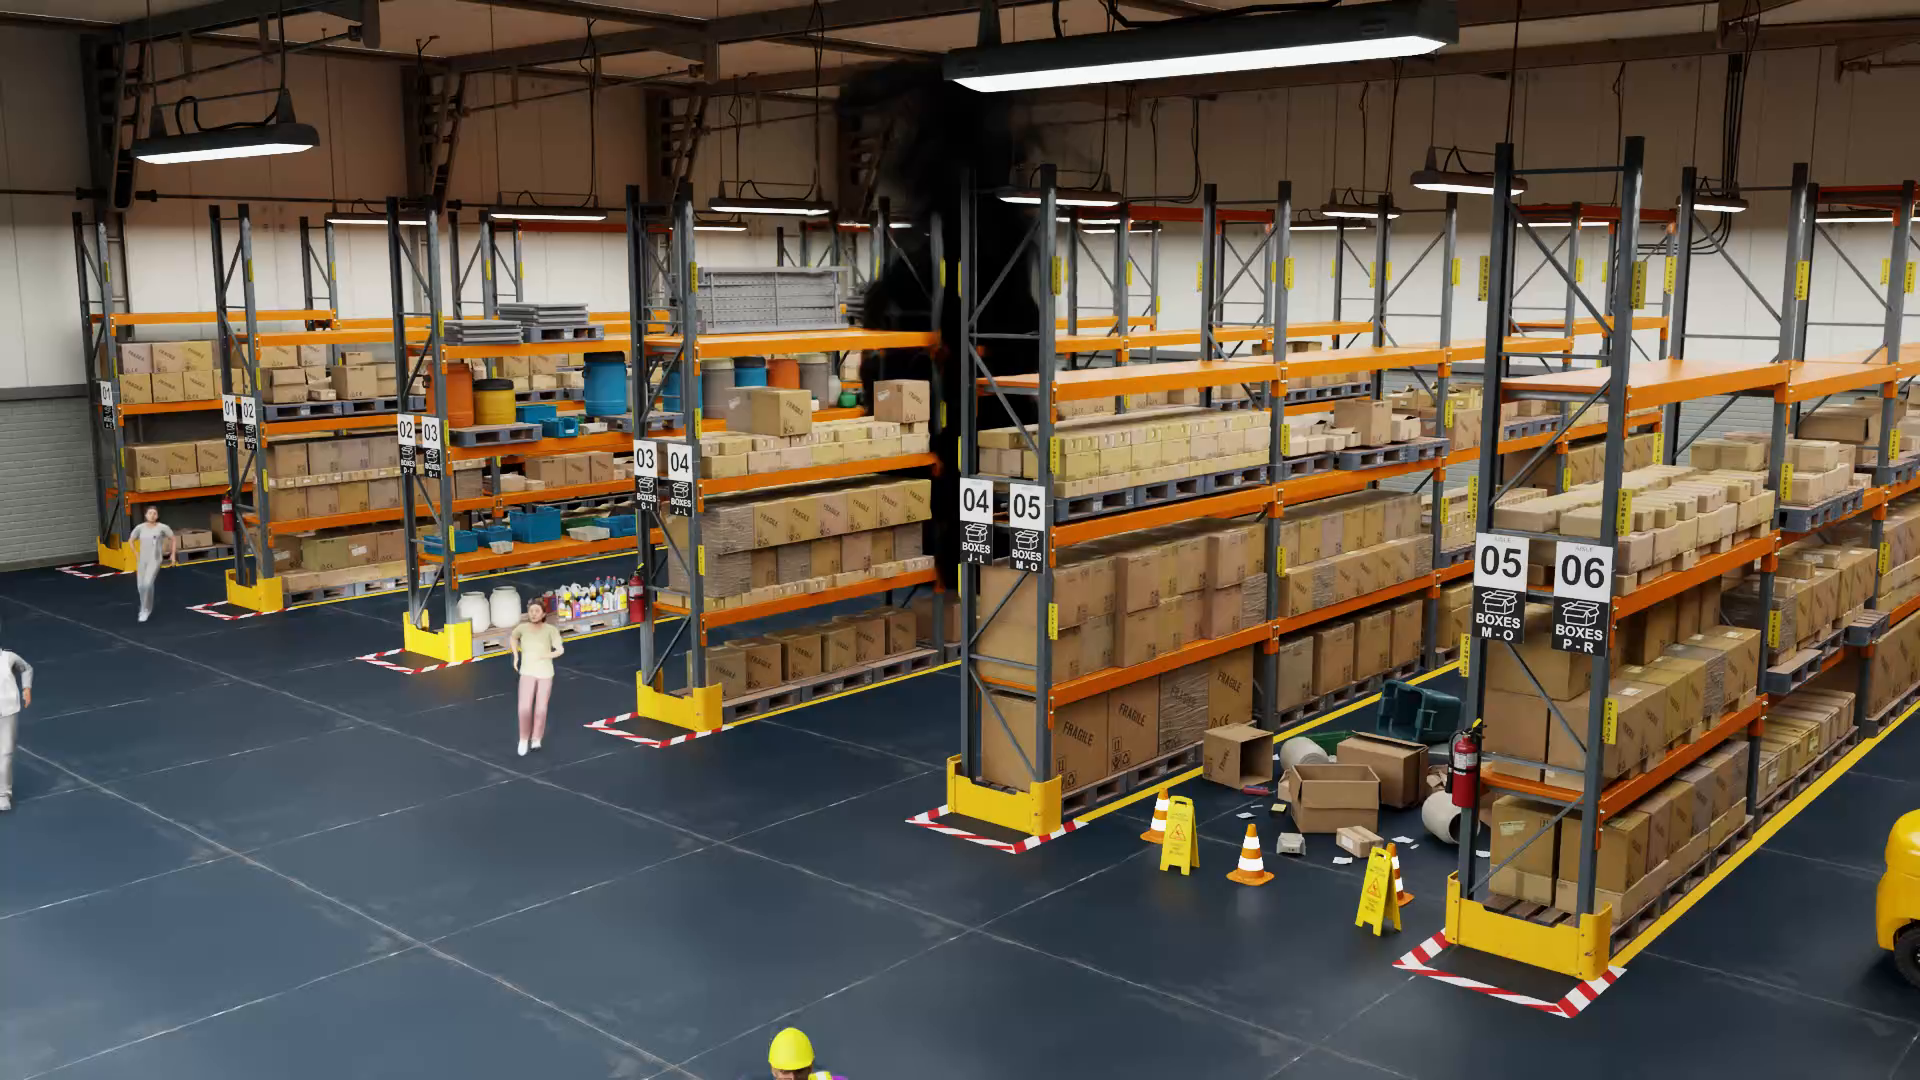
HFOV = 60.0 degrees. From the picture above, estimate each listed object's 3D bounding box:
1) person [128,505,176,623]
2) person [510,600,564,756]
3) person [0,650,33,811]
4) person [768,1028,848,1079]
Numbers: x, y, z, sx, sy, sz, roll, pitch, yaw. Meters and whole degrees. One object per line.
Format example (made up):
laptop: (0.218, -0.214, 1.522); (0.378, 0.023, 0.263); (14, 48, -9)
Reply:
person: (-11.828, 0.331, 24.334); (0.613, 1.684, 0.634); (-1, 10, -6)
person: (-4.471, 1.444, 17.599); (0.564, 1.651, 0.642); (-2, 10, -11)
person: (-9.235, 1.651, 15.895); (0.673, 1.719, 1.079); (-4, 10, -24)
person: (-0.776, 3.048, 7.677); (0.671, 1.754, 0.948); (-2, 10, -10)
